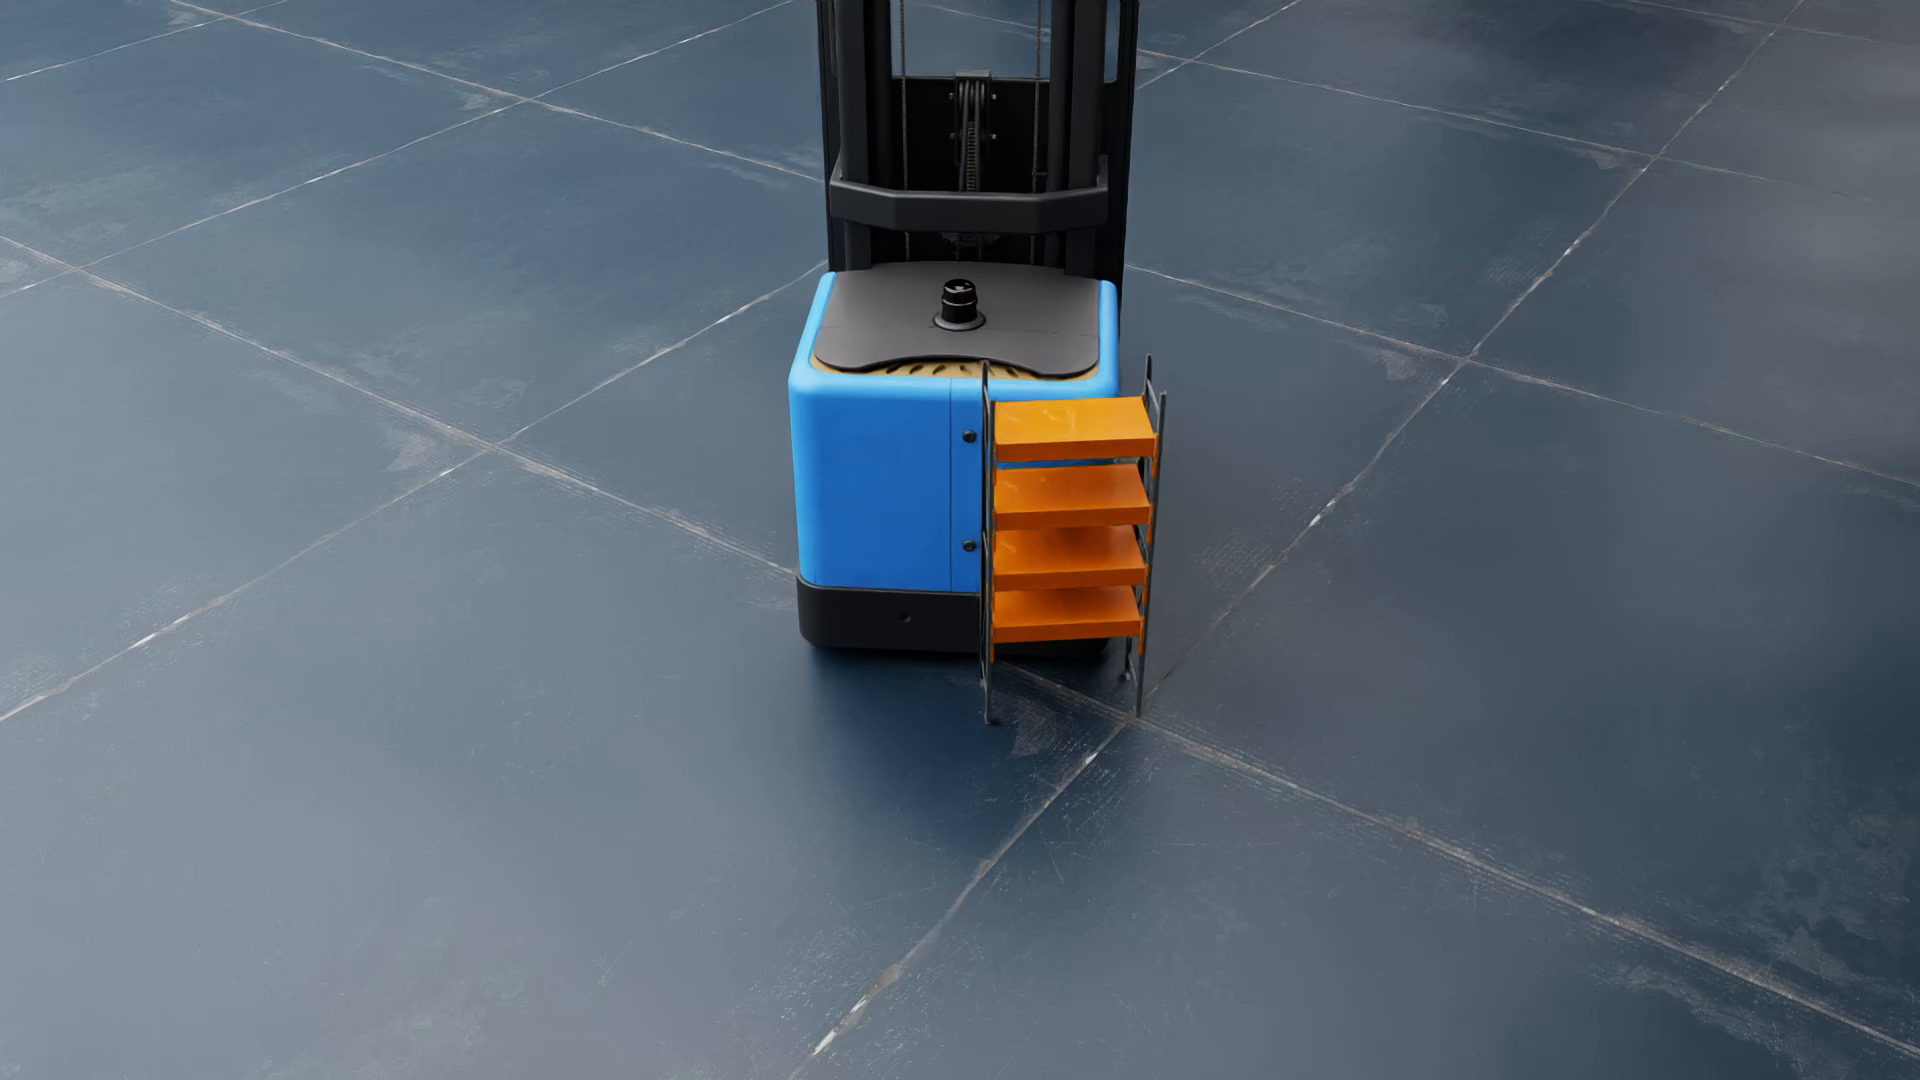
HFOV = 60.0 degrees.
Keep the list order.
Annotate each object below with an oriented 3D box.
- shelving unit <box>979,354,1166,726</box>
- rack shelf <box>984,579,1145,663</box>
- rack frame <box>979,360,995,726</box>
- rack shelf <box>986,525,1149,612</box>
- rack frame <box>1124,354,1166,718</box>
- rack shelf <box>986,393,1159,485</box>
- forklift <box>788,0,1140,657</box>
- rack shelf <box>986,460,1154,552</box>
[{"bbox_3d":[0.326,0.025,5.141,0.503,1.200,0.258,-3,34,-4],"label":"shelving unit"},{"bbox_3d":[0.326,0.244,5.291,0.480,0.148,0.258,-3,34,-4],"label":"rack shelf"},{"bbox_3d":[0.082,0.036,5.125,0.015,1.200,0.240,-3,34,-4],"label":"rack frame"},{"bbox_3d":[0.326,0.080,5.179,0.480,0.148,0.258,-3,34,-4],"label":"rack shelf"},{"bbox_3d":[0.569,0.014,5.158,0.015,1.200,0.240,-3,34,-4],"label":"rack frame"},{"bbox_3d":[0.326,-0.300,4.920,0.480,0.148,0.258,-3,34,-4],"label":"rack shelf"},{"bbox_3d":[0.077,-1.625,6.037,1.130,2.935,3.031,2,34,3],"label":"forklift"},{"bbox_3d":[0.326,-0.104,5.053,0.480,0.148,0.258,-3,34,-4],"label":"rack shelf"}]
